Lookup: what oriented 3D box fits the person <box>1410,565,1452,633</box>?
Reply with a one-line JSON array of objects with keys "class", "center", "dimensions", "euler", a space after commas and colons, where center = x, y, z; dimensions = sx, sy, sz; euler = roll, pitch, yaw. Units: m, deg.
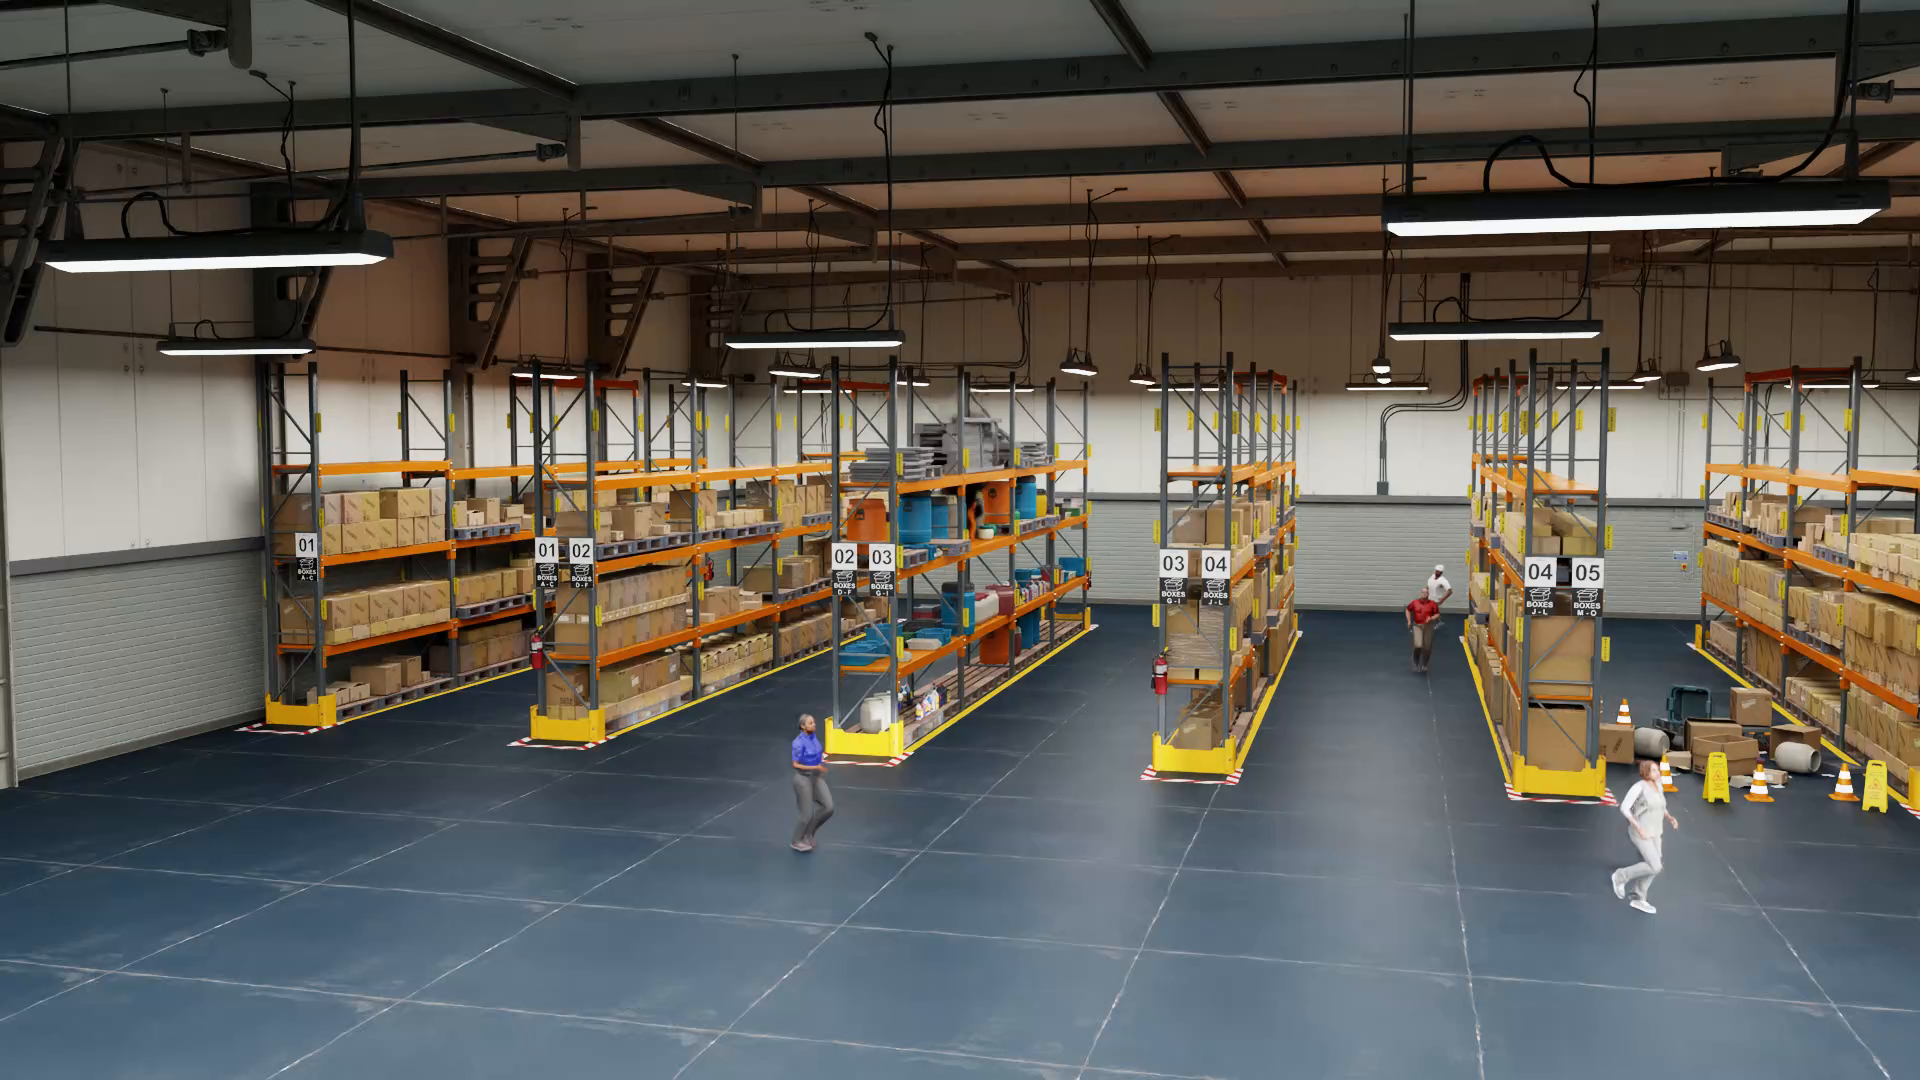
[{"class": "person", "center": [11.114, 1.405, 39.330], "dimensions": [0.860, 1.660, 0.866], "euler": [0, 4, 4]}]

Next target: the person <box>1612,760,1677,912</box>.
[{"class": "person", "center": [7.052, 3.029, 17.088], "dimensions": [0.528, 1.570, 0.572], "euler": [-3, 5, -34]}]

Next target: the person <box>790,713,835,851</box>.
[{"class": "person", "center": [-1.707, 2.824, 19.343], "dimensions": [0.611, 1.622, 0.554], "euler": [3, 5, 33]}]

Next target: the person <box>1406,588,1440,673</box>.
[{"class": "person", "center": [9.259, 1.813, 33.241], "dimensions": [0.647, 1.715, 0.672], "euler": [1, 4, 11]}]
